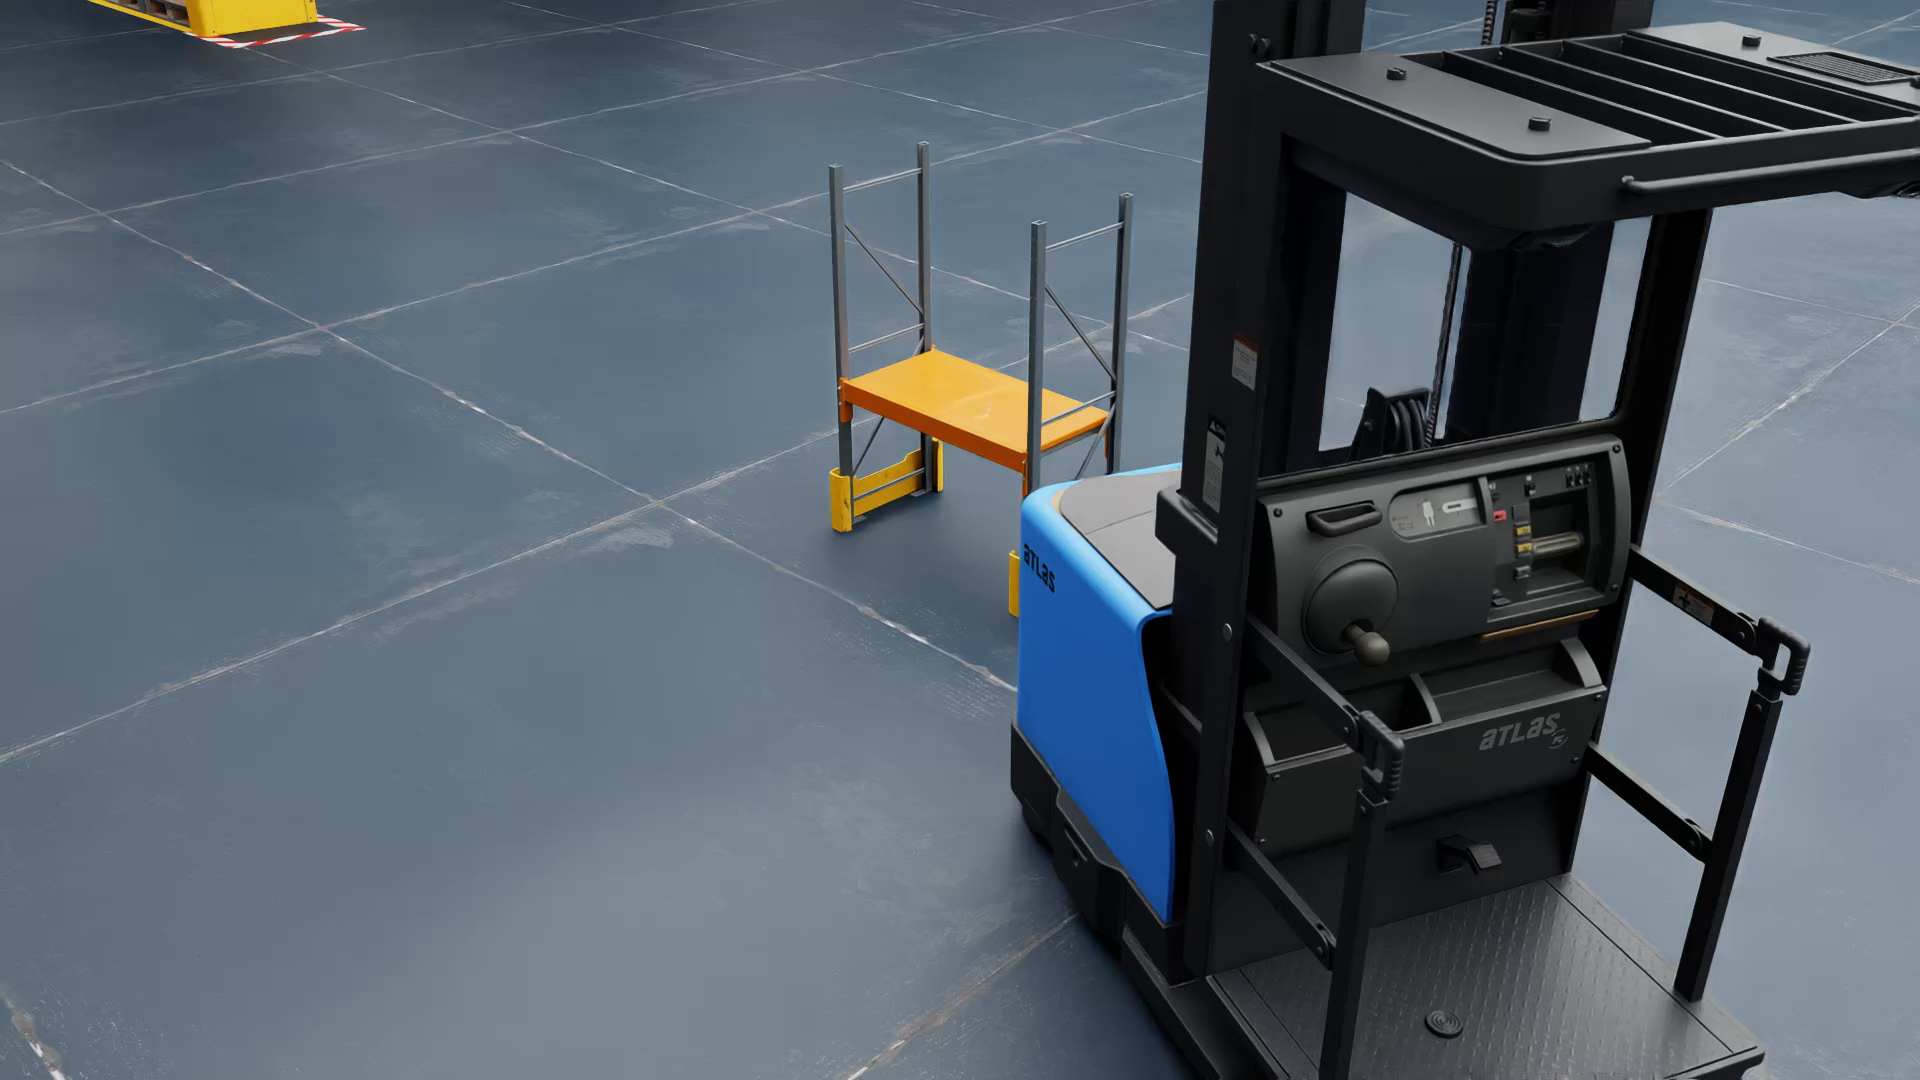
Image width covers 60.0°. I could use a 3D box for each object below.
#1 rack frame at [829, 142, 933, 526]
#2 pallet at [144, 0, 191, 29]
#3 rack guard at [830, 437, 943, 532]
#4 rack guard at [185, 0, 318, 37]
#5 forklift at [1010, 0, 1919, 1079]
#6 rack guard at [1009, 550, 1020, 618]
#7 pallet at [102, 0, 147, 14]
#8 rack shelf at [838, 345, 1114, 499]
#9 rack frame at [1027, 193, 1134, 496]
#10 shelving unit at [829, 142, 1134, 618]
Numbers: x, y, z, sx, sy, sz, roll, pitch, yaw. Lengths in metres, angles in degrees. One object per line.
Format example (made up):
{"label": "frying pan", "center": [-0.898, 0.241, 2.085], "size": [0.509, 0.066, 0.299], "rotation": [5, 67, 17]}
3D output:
{"label": "rack frame", "center": [-0.302, -0.802, 6.663], "size": [0.032, 1.500, 0.500], "rotation": [25, 36, 38]}
{"label": "pallet", "center": [-7.496, -5.407, 16.806], "size": [1.213, 0.211, 1.003], "rotation": [25, 36, 38]}
{"label": "rack guard", "center": [-0.301, -0.248, 6.954], "size": [0.087, 0.250, 0.587], "rotation": [25, 36, 38]}
{"label": "rack guard", "center": [-6.921, -5.268, 16.231], "size": [0.348, 0.500, 1.175], "rotation": [25, 36, 38]}
{"label": "forklift", "center": [1.164, 0.064, 3.480], "size": [1.130, 2.935, 3.031], "rotation": [-10, 29, -19]}
{"label": "rack guard", "center": [0.409, 0.077, 6.335], "size": [0.087, 0.250, 0.587], "rotation": [25, 36, 38]}
{"label": "pallet", "center": [-8.362, -5.805, 17.563], "size": [1.213, 0.211, 1.003], "rotation": [25, 36, 38]}
{"label": "rack shelf", "center": [0.061, -0.477, 6.432], "size": [1.000, 0.185, 0.538], "rotation": [25, 36, 38]}
{"label": "rack frame", "center": [0.423, -0.470, 6.033], "size": [0.032, 1.500, 0.500], "rotation": [25, 36, 38]}
{"label": "shelving unit", "center": [0.054, -0.639, 6.354], "size": [1.083, 1.500, 0.587], "rotation": [25, 36, 38]}
